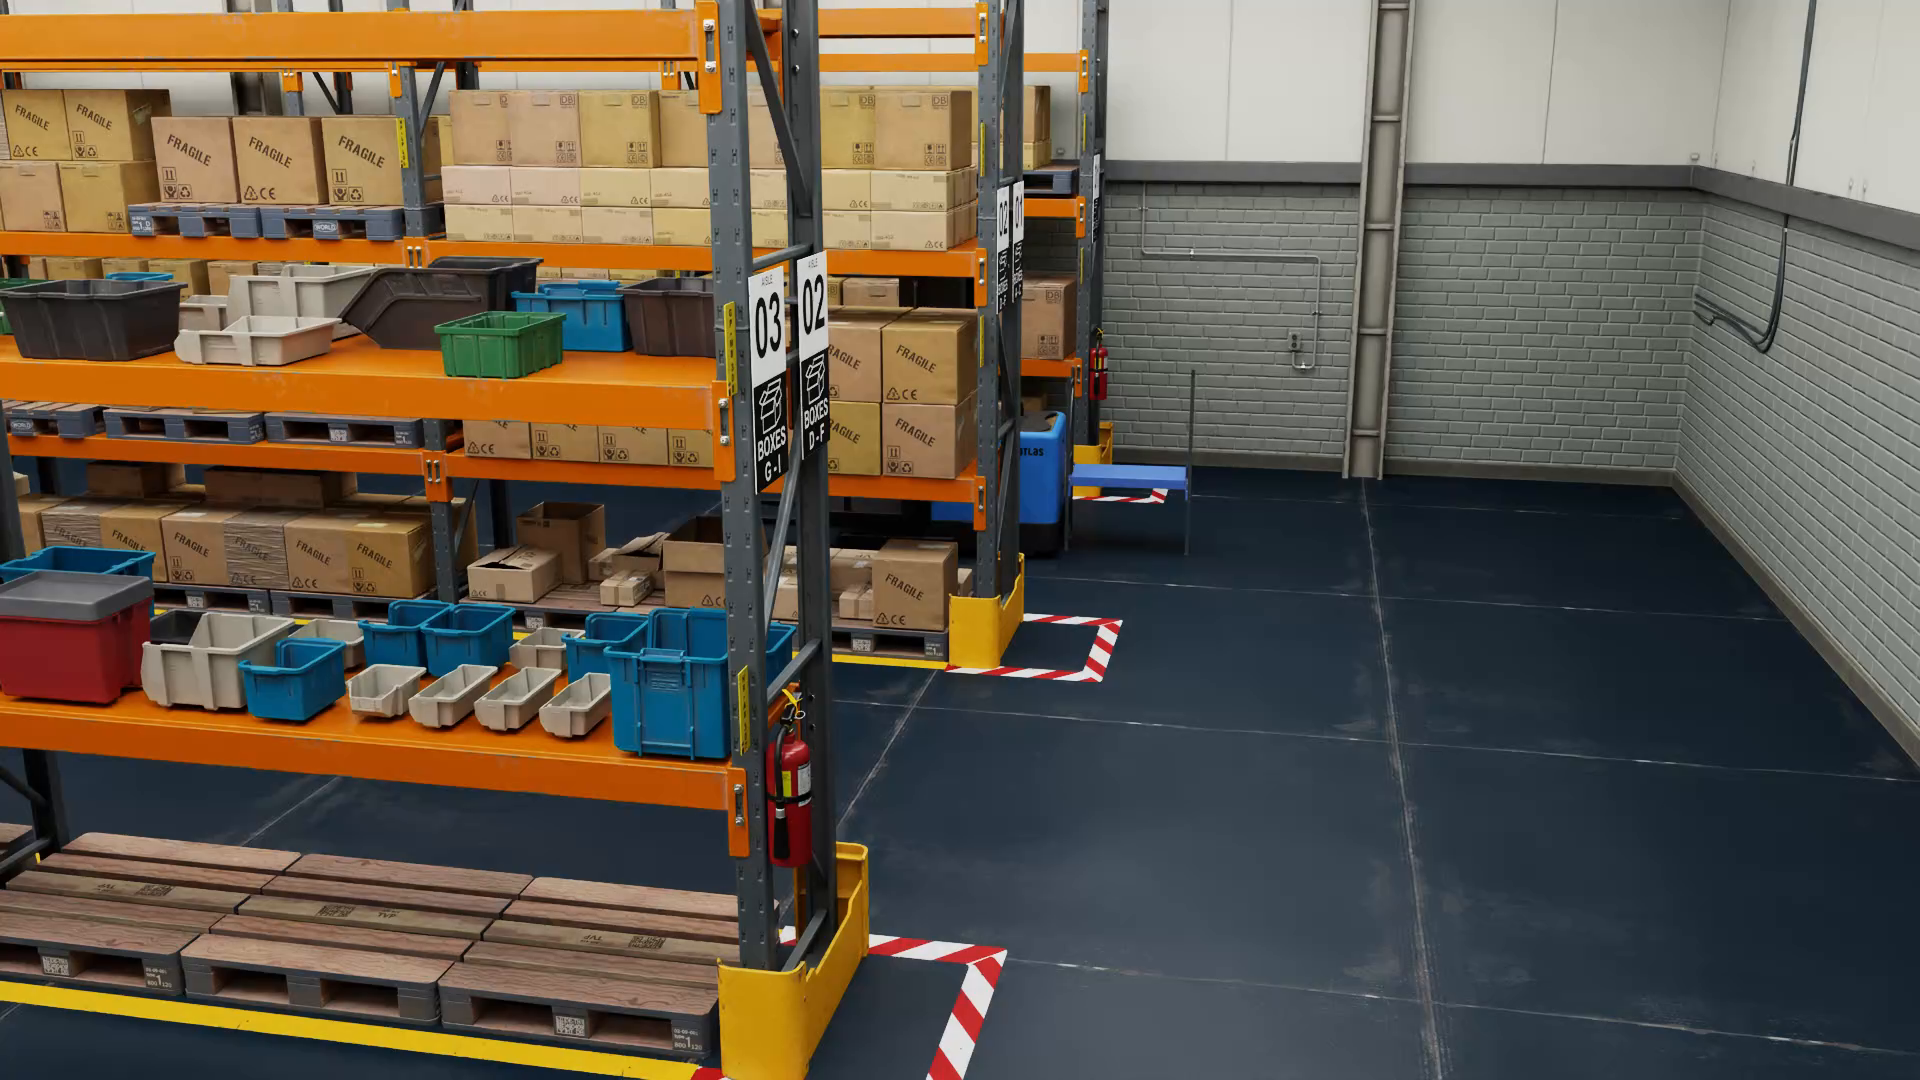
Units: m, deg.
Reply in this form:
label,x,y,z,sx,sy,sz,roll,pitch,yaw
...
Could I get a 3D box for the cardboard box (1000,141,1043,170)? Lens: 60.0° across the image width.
label,x,y,z,sx,sy,sz,roll,pitch,yaw
cardboard box,0.487,-3.610,15.592,0.500,0.250,0.500,4,16,13

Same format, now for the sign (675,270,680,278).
label,x,y,z,sx,sy,sz,roll,pitch,yaw
sign,-2.761,-2.606,16.262,0.005,0.325,0.100,3,16,11

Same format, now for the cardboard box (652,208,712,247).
label,x,y,z,sx,sy,sz,roll,pitch,yaw
cardboard box,-1.750,-2.135,11.243,0.500,0.250,0.500,3,16,11

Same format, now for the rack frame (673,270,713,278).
label,x,y,z,sx,sy,sz,roll,pitch,yaw
rack frame,-2.663,-2.229,16.920,0.127,3.000,1.000,3,16,11

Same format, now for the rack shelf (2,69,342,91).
label,x,y,z,sx,sy,sz,roll,pitch,yaw
rack shelf,-8.542,-4.900,17.421,4.000,0.370,1.077,3,16,11

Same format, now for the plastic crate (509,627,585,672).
label,x,y,z,sx,sy,sz,roll,pitch,yaw
plastic crate,-1.856,0.500,7.451,0.298,0.136,0.250,3,16,11

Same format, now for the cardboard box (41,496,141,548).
label,x,y,z,sx,sy,sz,roll,pitch,yaw
cardboard box,-6.663,-0.028,12.832,0.500,0.500,0.500,3,16,9

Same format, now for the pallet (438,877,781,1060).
label,x,y,z,sx,sy,sz,roll,pitch,yaw
pallet,-1.518,1.865,7.363,1.213,0.211,1.003,3,16,11

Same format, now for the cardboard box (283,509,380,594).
label,x,y,z,sx,sy,sz,roll,pitch,yaw
cardboard box,-4.670,0.080,12.443,0.500,0.500,0.500,3,16,11

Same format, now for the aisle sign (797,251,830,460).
label,x,y,z,sx,sy,sz,roll,pitch,yaw
aisle sign,-0.587,-0.751,6.715,0.004,0.787,0.394,3,16,11

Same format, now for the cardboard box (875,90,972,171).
label,x,y,z,sx,sy,sz,roll,pitch,yaw
cardboard box,-0.233,-2.719,11.009,0.500,0.500,0.700,3,16,11

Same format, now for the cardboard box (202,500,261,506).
label,x,y,z,sx,sy,sz,roll,pitch,yaw
cardboard box,-5.580,-0.111,13.132,0.500,0.500,0.500,3,16,9

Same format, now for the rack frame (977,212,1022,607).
label,x,y,z,sx,sy,sz,roll,pitch,yaw
rack frame,0.274,-0.720,11.473,0.127,3.000,1.000,3,16,11

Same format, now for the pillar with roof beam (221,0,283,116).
label,x,y,z,sx,sy,sz,roll,pitch,yaw
pillar with roof beam,-8.542,-4.502,13.888,0.400,9.000,9.100,3,16,11

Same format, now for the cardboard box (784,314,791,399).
label,x,y,z,sx,sy,sz,roll,pitch,yaw
cardboard box,-1.222,-1.255,11.343,0.500,0.500,0.500,4,16,13

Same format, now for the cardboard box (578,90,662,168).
label,x,y,z,sx,sy,sz,roll,pitch,yaw
cardboard box,-2.209,-2.804,11.316,0.500,0.500,0.700,3,16,11

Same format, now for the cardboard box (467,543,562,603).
label,x,y,z,sx,sy,sz,roll,pitch,yaw
cardboard box,-3.278,0.230,12.256,0.500,0.311,0.500,3,16,11

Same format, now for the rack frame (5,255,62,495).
label,x,y,z,sx,sy,sz,roll,pitch,yaw
rack frame,-7.566,-1.146,13.009,0.127,3.000,1.000,3,16,11

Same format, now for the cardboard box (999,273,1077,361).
label,x,y,z,sx,sy,sz,roll,pitch,yaw
cardboard box,0.755,-2.185,16.200,0.700,0.700,0.980,4,16,14

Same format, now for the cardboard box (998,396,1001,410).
label,x,y,z,sx,sy,sz,roll,pitch,yaw
cardboard box,0.389,-1.297,16.235,0.250,0.149,0.380,3,16,10

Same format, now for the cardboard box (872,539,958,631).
label,x,y,z,sx,sy,sz,roll,pitch,yaw
cardboard box,-0.308,0.308,11.620,0.500,0.500,0.500,3,16,11

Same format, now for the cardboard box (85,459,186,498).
label,x,y,z,sx,sy,sz,roll,pitch,yaw
cardboard box,-6.547,-0.524,13.219,0.500,0.250,0.500,4,16,13

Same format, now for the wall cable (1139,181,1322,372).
label,x,y,z,sx,sy,sz,roll,pitch,yaw
wall cable,2.700,-2.685,16.663,1.851,1.984,0.084,3,16,11

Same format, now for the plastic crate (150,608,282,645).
label,x,y,z,sx,sy,sz,roll,pitch,yaw
plastic crate,-3.487,0.456,7.631,0.590,0.125,0.437,3,16,11

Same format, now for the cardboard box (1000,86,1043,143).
label,x,y,z,sx,sy,sz,roll,pitch,yaw
cardboard box,0.485,-3.969,15.485,0.500,0.500,0.500,3,16,11

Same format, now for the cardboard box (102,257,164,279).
label,x,y,z,sx,sy,sz,roll,pitch,yaw
cardboard box,-8.813,-2.820,18.043,0.500,0.500,0.700,5,16,19

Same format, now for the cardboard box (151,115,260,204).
label,x,y,z,sx,sy,sz,roll,pitch,yaw
cardboard box,-5.433,-2.794,12.178,0.600,0.600,0.600,2,16,9

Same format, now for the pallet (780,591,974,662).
label,x,y,z,sx,sy,sz,roll,pitch,yaw
pallet,-0.582,0.578,12.012,1.213,0.211,1.003,3,16,11

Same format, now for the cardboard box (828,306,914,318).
label,x,y,z,sx,sy,sz,roll,pitch,yaw
cardboard box,-0.623,-1.369,11.753,0.500,0.500,0.500,3,16,12

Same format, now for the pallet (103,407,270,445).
label,x,y,z,sx,sy,sz,roll,pitch,yaw
pallet,-5.659,-0.951,12.666,1.213,0.211,1.003,3,16,11

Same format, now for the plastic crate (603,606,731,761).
label,x,y,z,sx,sy,sz,roll,pitch,yaw
plastic crate,-1.083,0.561,6.671,0.499,0.435,0.616,3,16,11

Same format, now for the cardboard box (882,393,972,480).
label,x,y,z,sx,sy,sz,roll,pitch,yaw
cardboard box,-0.220,-0.721,11.288,0.500,0.500,0.500,4,16,13

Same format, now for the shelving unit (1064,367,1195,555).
label,x,y,z,sx,sy,sz,roll,pitch,yaw
shelving unit,1.441,-0.677,14.128,1.048,1.500,0.538,2,16,8

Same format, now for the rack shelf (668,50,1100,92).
label,x,y,z,sx,sy,sz,roll,pitch,yaw
rack shelf,-0.703,-4.474,15.884,4.000,0.370,1.077,3,16,11

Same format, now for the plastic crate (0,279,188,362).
label,x,y,z,sx,sy,sz,roll,pitch,yaw
plastic crate,-3.474,-0.882,6.683,0.590,0.269,0.497,3,16,11

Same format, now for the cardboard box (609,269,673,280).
label,x,y,z,sx,sy,sz,roll,pitch,yaw
cardboard box,-3.171,-2.749,16.612,0.500,0.250,0.500,4,16,12

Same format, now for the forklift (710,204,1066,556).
label,x,y,z,sx,sy,sz,roll,pitch,yaw
forklift,-0.619,-1.436,14.184,3.031,2.935,1.130,2,16,8

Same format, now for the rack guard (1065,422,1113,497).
label,x,y,z,sx,sy,sz,roll,pitch,yaw
rack guard,1.281,-0.810,16.481,0.348,0.500,1.175,3,16,11

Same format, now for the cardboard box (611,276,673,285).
label,x,y,z,sx,sy,sz,roll,pitch,yaw
cardboard box,-3.165,-2.389,16.715,0.500,0.500,0.500,3,16,10

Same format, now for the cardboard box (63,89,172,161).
label,x,y,z,sx,sy,sz,roll,pitch,yaw
cardboard box,-6.140,-3.042,12.176,0.500,0.500,0.500,3,16,11

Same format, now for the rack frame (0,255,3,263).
label,x,y,z,sx,sy,sz,roll,pitch,yaw
rack frame,-10.502,-2.655,18.456,0.127,3.000,1.000,3,16,11

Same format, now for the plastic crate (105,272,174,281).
label,x,y,z,sx,sy,sz,roll,pitch,yaw
plastic crate,-3.681,-1.037,7.312,0.300,0.233,0.416,3,16,11

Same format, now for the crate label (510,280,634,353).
label,x,y,z,sx,sy,sz,roll,pitch,yaw
crate label,-1.557,-0.932,6.897,0.502,0.251,0.408,3,16,11

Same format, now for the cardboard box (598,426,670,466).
label,x,y,z,sx,sy,sz,roll,pitch,yaw
cardboard box,-2.209,-0.829,11.679,0.500,0.500,0.500,3,16,11

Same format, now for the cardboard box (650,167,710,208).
label,x,y,z,sx,sy,sz,roll,pitch,yaw
cardboard box,-1.751,-2.374,11.169,0.500,0.250,0.500,3,16,11

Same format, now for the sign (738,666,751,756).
label,x,y,z,sx,sy,sz,roll,pitch,yaw
sign,-0.811,0.642,6.251,0.005,0.325,0.100,3,16,11

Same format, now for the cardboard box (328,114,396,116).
label,x,y,z,sx,sy,sz,roll,pitch,yaw
cardboard box,-6.105,-4.137,17.178,0.500,0.500,0.700,2,16,7

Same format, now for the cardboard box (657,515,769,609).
label,x,y,z,sx,sy,sz,roll,pitch,yaw
cardboard box,-1.804,0.157,12.160,0.637,0.503,0.797,3,16,11

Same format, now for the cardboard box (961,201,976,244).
label,x,y,z,sx,sy,sz,roll,pitch,yaw
cardboard box,-0.179,-2.187,11.431,0.500,0.250,0.500,3,16,11

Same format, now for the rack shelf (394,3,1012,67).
label,x,y,z,sx,sy,sz,roll,pitch,yaw
rack shelf,-1.686,-3.369,11.153,4.000,0.370,1.077,3,16,11

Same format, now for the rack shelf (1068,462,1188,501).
label,x,y,z,sx,sy,sz,roll,pitch,yaw
rack shelf,1.441,-0.504,14.176,1.000,0.185,0.538,2,16,8

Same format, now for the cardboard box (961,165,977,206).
label,x,y,z,sx,sy,sz,roll,pitch,yaw
cardboard box,-0.178,-2.430,11.370,0.500,0.250,0.500,3,16,11

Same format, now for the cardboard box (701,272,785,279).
label,x,y,z,sx,sy,sz,roll,pitch,yaw
cardboard box,-2.134,-2.340,16.760,0.700,0.700,0.980,3,16,12

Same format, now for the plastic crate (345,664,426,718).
label,x,y,z,sx,sy,sz,roll,pitch,yaw
plastic crate,-2.405,0.639,6.948,0.250,0.136,0.298,3,16,11
